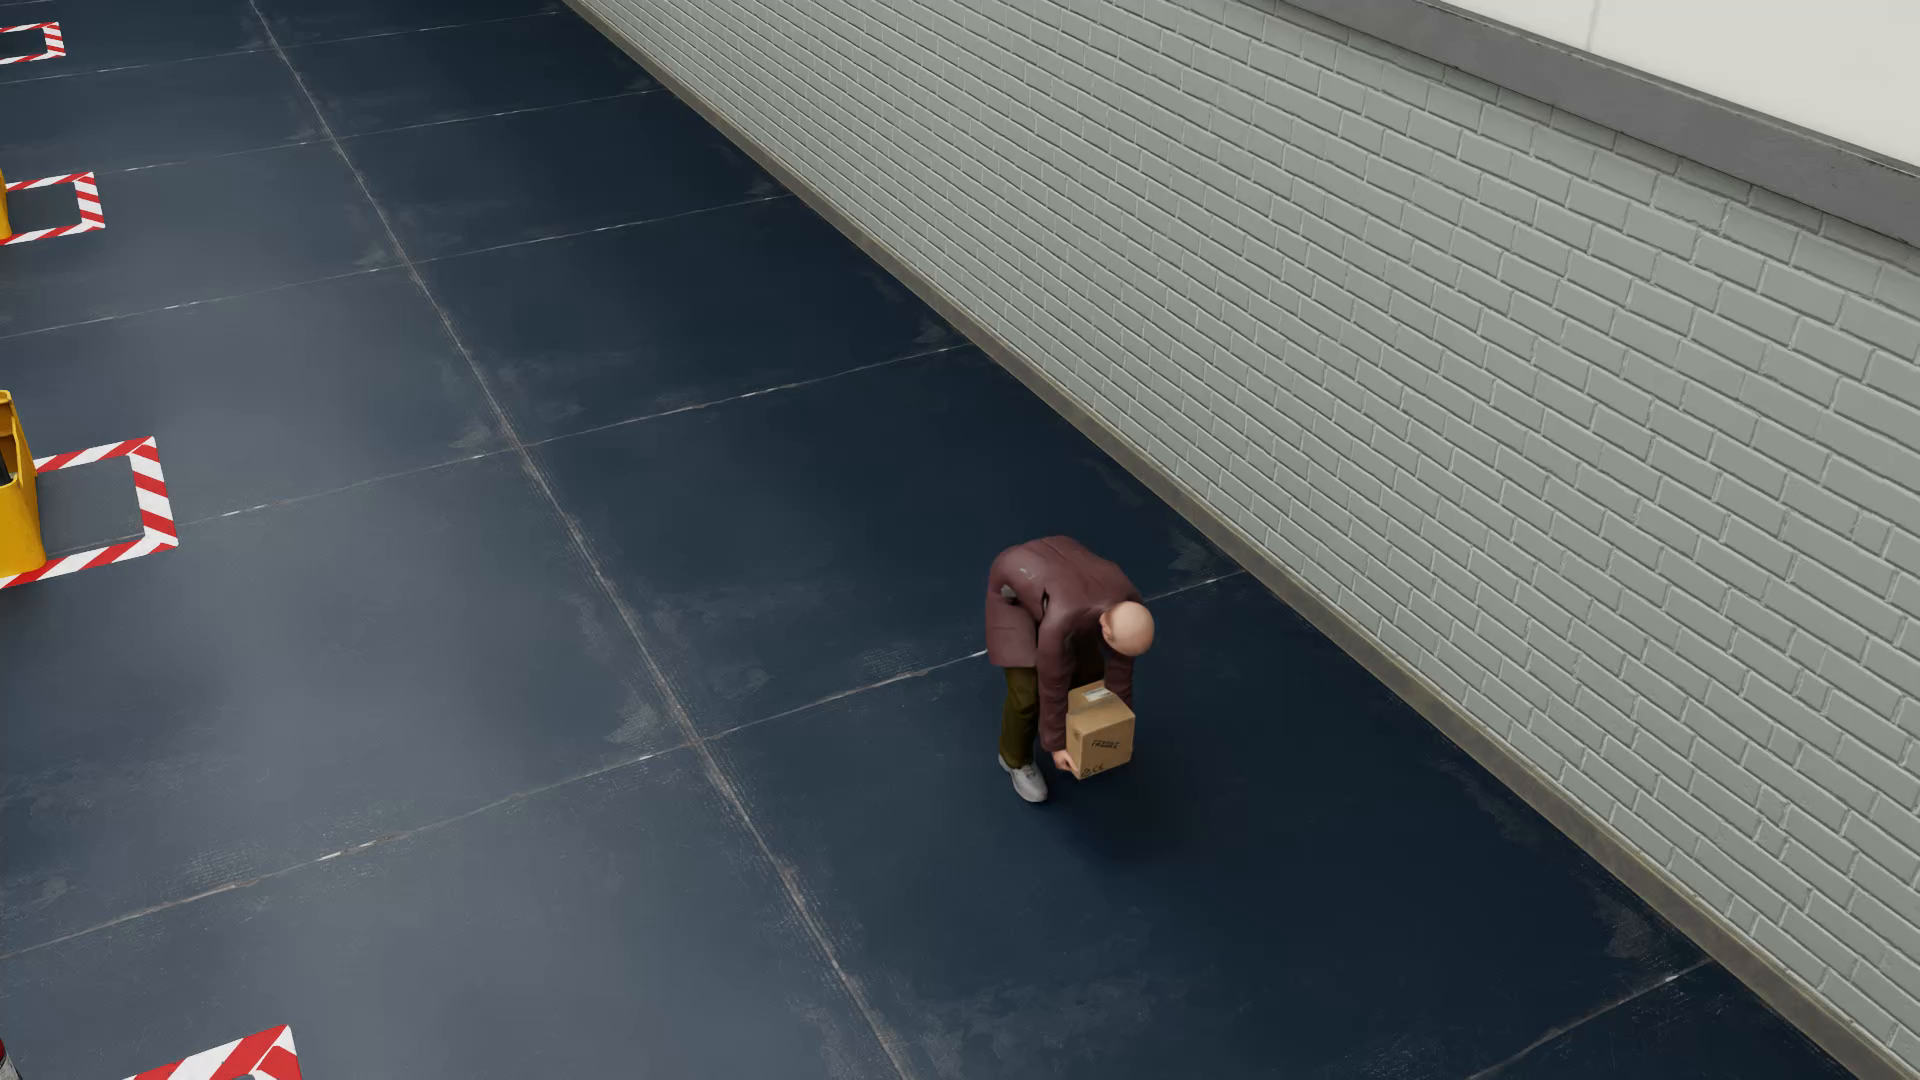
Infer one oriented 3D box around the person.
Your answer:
[{"bbox_3d":[0.437,0.434,6.730,0.546,1.508,0.815,-17,36,-24],"label":"person"}]
